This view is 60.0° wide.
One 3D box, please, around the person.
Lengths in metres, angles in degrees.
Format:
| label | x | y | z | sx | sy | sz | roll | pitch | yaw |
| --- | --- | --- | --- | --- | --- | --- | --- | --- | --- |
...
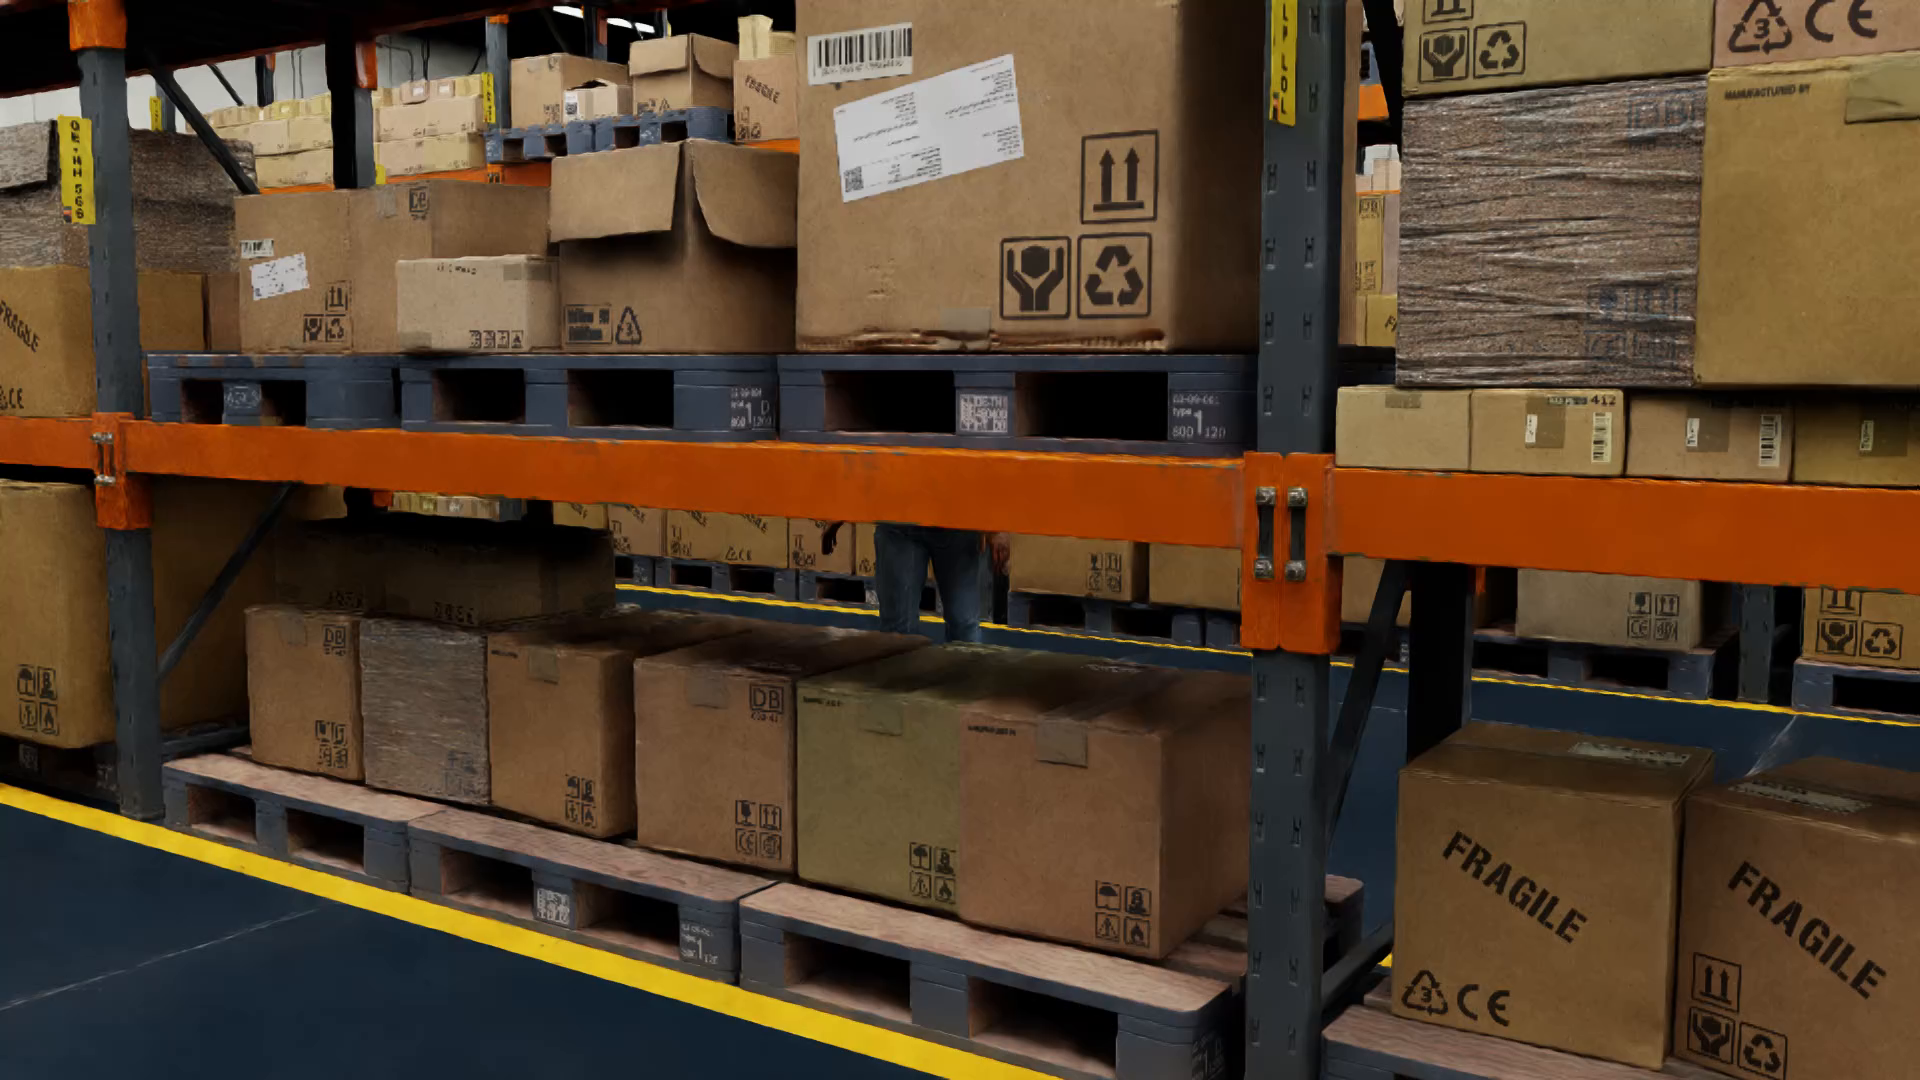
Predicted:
| label | x | y | z | sx | sy | sz | roll | pitch | yaw |
| --- | --- | --- | --- | --- | --- | --- | --- | --- | --- |
| person | -0.185 | -0.067 | 6.257 | 0.789 | 1.763 | 0.665 | 2 | 7 | 18 |
